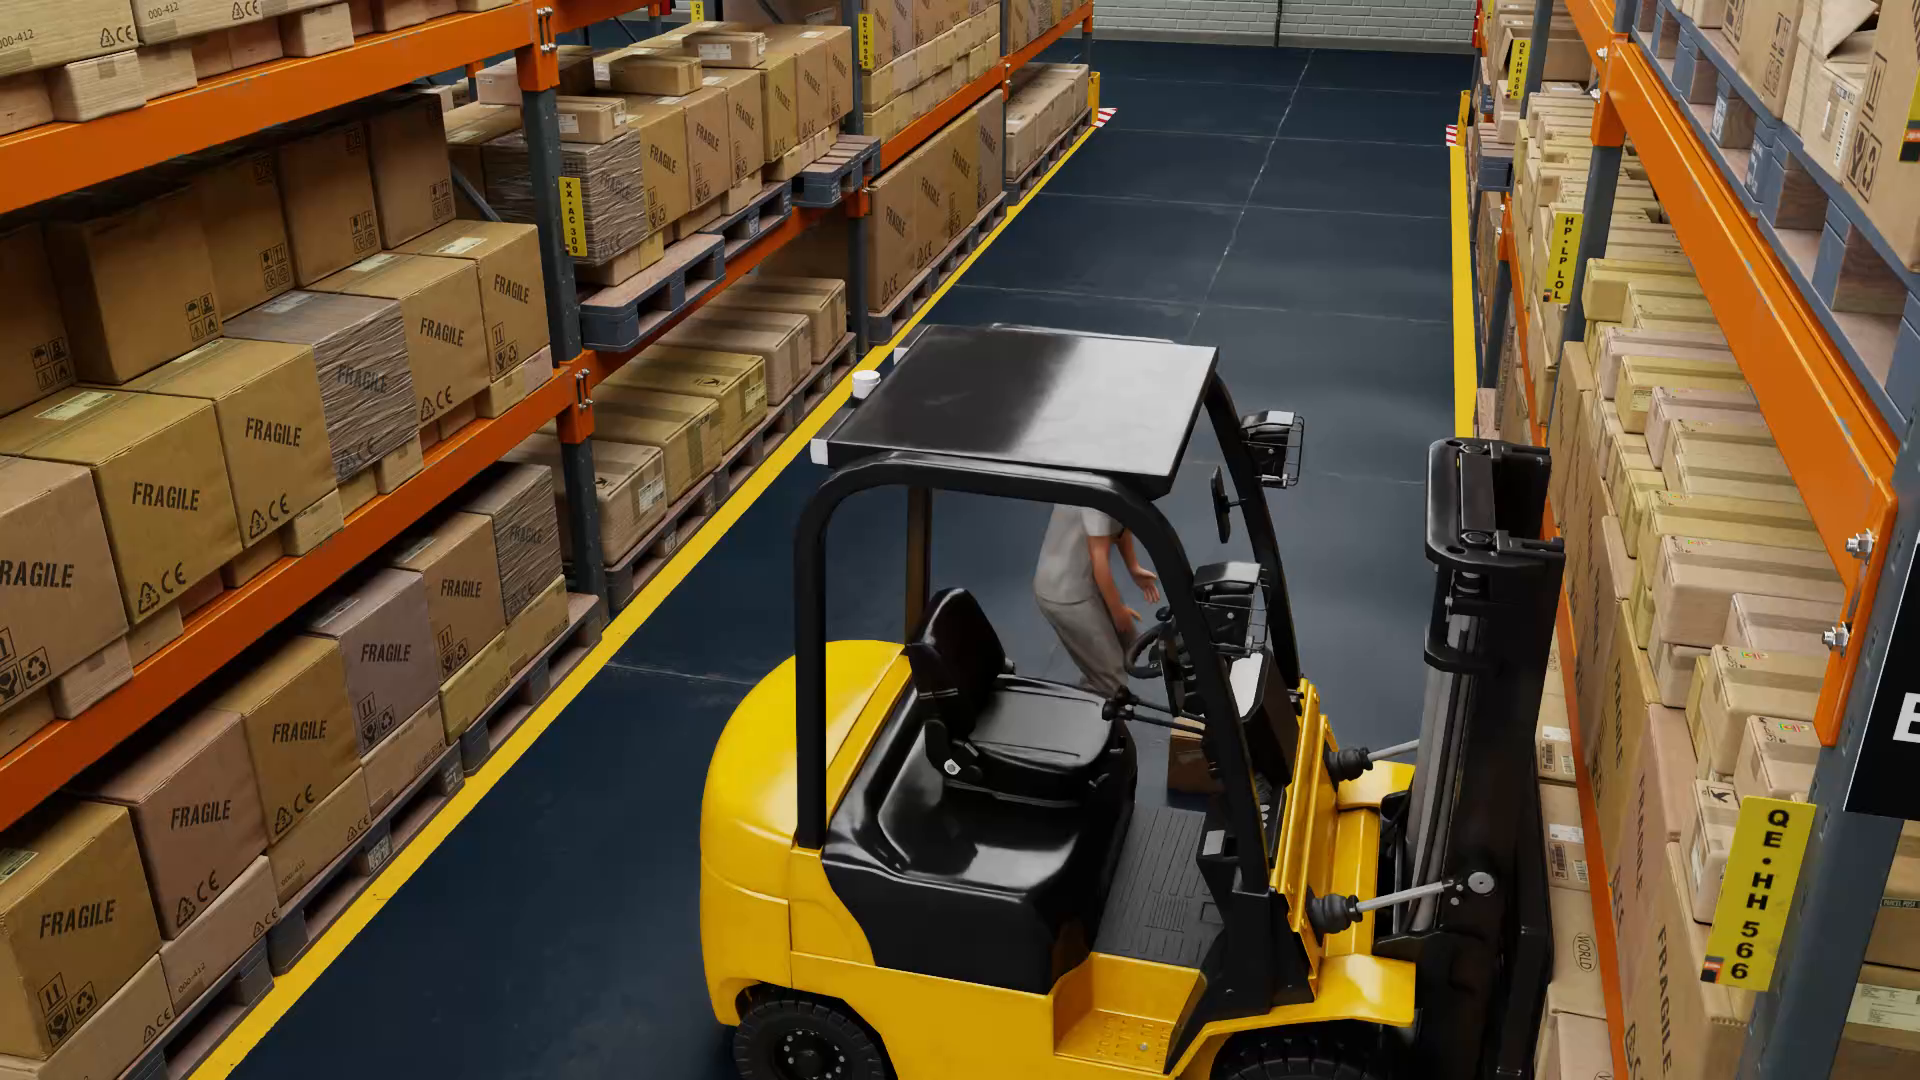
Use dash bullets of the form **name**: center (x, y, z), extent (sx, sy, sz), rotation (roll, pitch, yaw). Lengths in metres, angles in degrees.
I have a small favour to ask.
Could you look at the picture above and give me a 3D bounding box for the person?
- **person**: center (0.539, 0.181, 6.380), extent (0.489, 1.556, 0.478), rotation (7, 26, 14)
